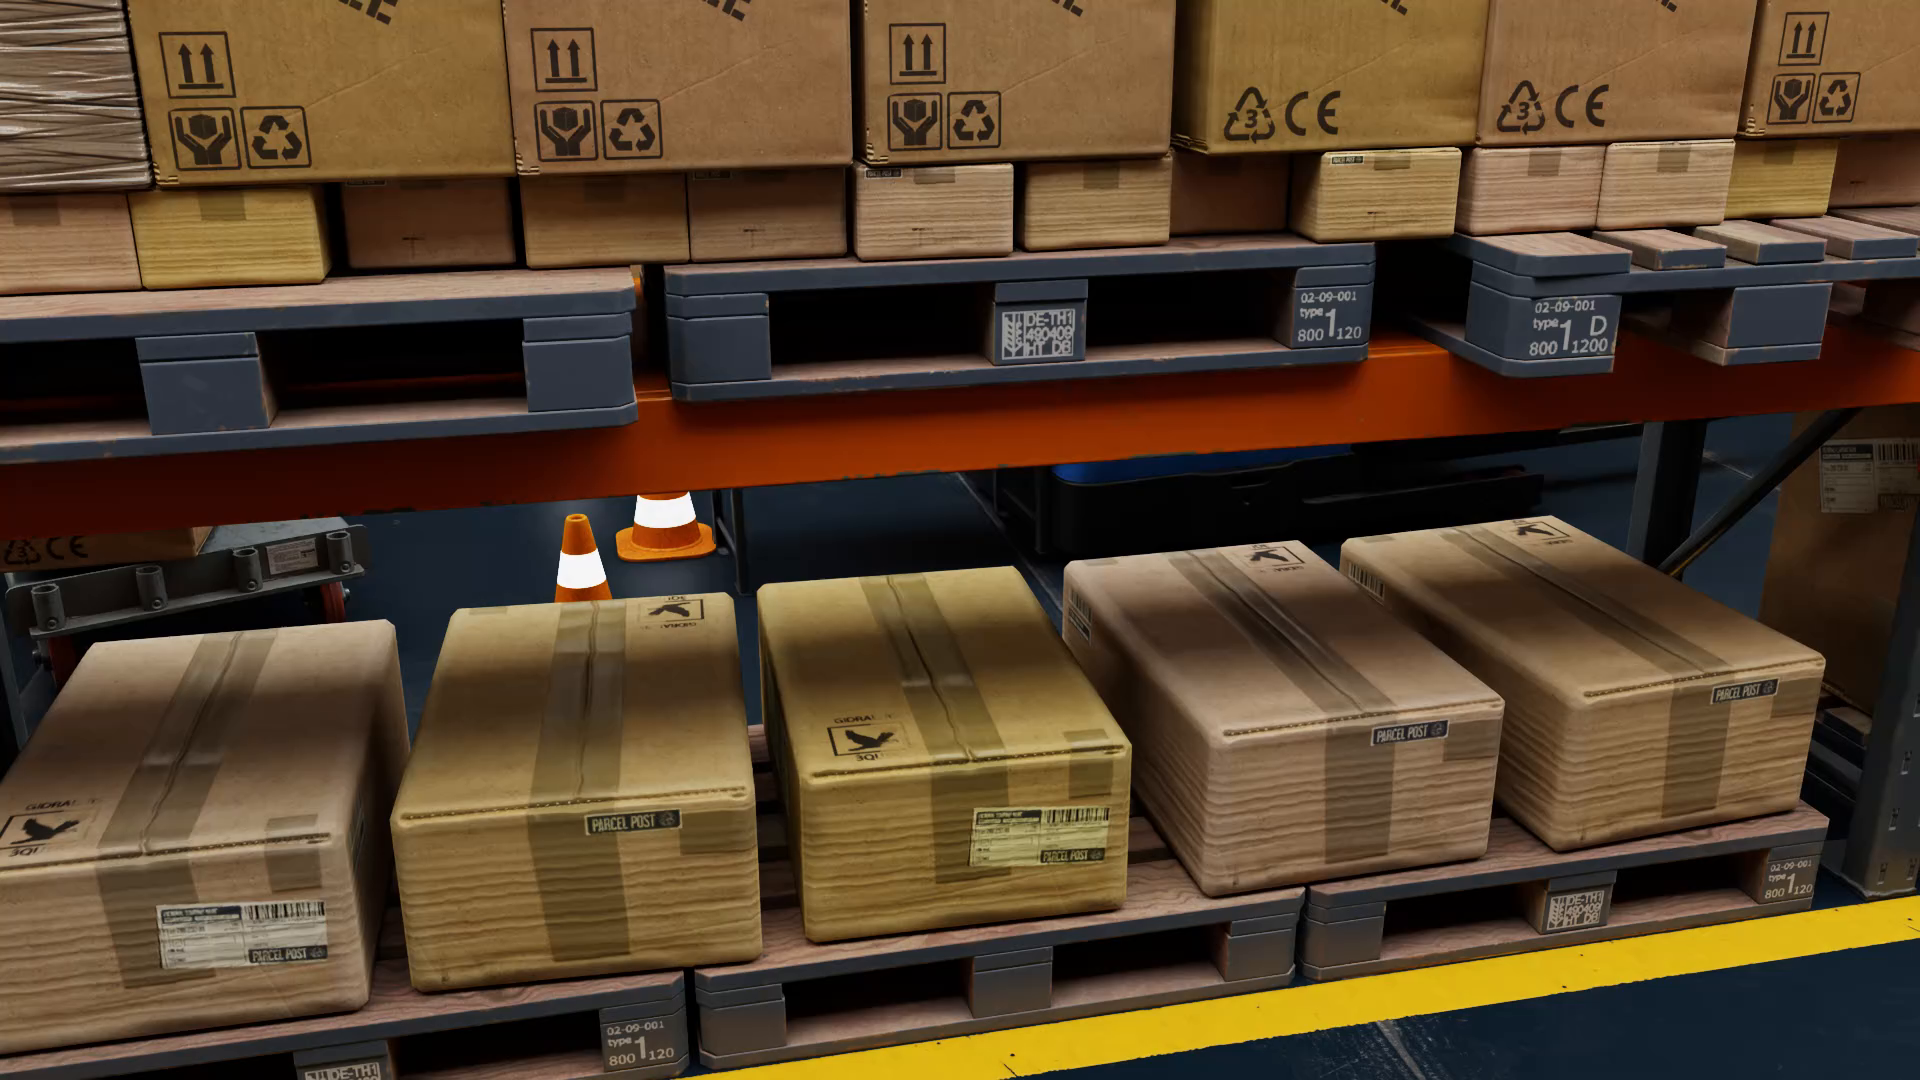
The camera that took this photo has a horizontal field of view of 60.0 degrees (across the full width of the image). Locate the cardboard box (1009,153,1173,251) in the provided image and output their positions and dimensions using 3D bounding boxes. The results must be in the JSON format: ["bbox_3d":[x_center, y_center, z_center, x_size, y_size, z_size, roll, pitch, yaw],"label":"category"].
[{"bbox_3d":[0.179,-0.612,2.879,0.250,0.149,0.380,-5,21,-14],"label":"cardboard box"}]

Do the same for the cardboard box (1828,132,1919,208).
[{"bbox_3d":[1.669,-0.761,3.286,0.250,0.149,0.380,-4,20,-10],"label":"cardboard box"}]

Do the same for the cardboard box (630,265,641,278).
[{"bbox_3d":[-1.673,-1.414,7.974,0.750,0.750,1.050,-5,21,-12],"label":"cardboard box"}]

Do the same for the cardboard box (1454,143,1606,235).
[{"bbox_3d":[0.943,-0.664,3.020,0.250,0.149,0.380,-6,21,-15],"label":"cardboard box"}]

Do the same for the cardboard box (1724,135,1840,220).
[{"bbox_3d":[1.425,-0.716,3.162,0.250,0.149,0.380,-4,21,-12],"label":"cardboard box"}]

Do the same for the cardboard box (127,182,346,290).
[{"bbox_3d":[-1.103,-0.504,2.585,0.250,0.149,0.380,-4,21,-11],"label":"cardboard box"}]

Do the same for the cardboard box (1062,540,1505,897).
[{"bbox_3d":[0.666,0.352,3.701,0.625,0.372,0.950,-5,21,-14],"label":"cardboard box"}]

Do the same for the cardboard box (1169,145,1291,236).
[{"bbox_3d":[0.405,-0.659,3.009,0.250,0.149,0.380,-4,21,-12],"label":"cardboard box"}]

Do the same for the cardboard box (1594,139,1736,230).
[{"bbox_3d":[1.190,-0.681,3.067,0.250,0.149,0.380,-5,21,-13],"label":"cardboard box"}]

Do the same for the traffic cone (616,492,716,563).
[{"bbox_3d":[-1.022,-0.203,5.697,0.334,0.463,0.336,-5,21,-12],"label":"traffic cone"}]

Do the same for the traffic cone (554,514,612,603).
[{"bbox_3d":[-1.074,0.154,4.721,0.334,0.463,0.336,-5,21,-12],"label":"traffic cone"}]

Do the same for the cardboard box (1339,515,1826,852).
[{"bbox_3d":[1.382,0.291,3.868,0.625,0.372,0.950,-6,21,-16],"label":"cardboard box"}]

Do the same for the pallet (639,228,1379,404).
[{"bbox_3d":[0.017,-0.526,3.169,1.213,0.211,1.003,-5,21,-12],"label":"pallet"}]

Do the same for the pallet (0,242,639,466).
[{"bbox_3d":[-1.181,-0.392,2.802,1.213,0.211,1.003,-5,21,-12],"label":"pallet"}]

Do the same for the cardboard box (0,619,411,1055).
[{"bbox_3d":[-1.449,0.524,3.232,0.625,0.372,0.950,-4,21,-12],"label":"cardboard box"}]

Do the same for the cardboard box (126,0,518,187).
[{"bbox_3d":[-0.949,-0.835,2.544,0.500,0.500,0.500,-5,21,-12],"label":"cardboard box"}]

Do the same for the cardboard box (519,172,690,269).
[{"bbox_3d":[-0.585,-0.559,2.733,0.250,0.149,0.380,-4,21,-12],"label":"cardboard box"}]

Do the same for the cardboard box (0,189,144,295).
[{"bbox_3d":[-1.348,-0.487,2.539,0.250,0.149,0.380,-4,21,-12],"label":"cardboard box"}]

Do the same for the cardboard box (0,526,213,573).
[{"bbox_3d":[-2.398,-0.245,4.657,0.500,0.500,0.500,-5,21,-12],"label":"cardboard box"}]

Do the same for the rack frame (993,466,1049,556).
[{"bbox_3d":[0.189,-0.734,5.551,0.032,1.500,0.500,-8,21,-16],"label":"rack frame"}]

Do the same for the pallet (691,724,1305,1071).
[{"bbox_3d":[-0.012,0.679,3.653,1.213,0.211,1.003,-5,21,-12],"label":"pallet"}]

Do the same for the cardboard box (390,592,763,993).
[{"bbox_3d":[-0.750,0.466,3.391,0.625,0.372,0.950,-3,20,-9],"label":"cardboard box"}]

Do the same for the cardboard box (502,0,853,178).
[{"bbox_3d":[-0.465,-0.869,2.639,0.500,0.500,0.500,-5,21,-13],"label":"cardboard box"}]

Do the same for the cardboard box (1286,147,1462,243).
[{"bbox_3d":[0.678,-0.637,2.948,0.250,0.149,0.380,-4,21,-12],"label":"cardboard box"}]

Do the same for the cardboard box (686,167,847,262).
[{"bbox_3d":[-0.344,-0.577,2.785,0.250,0.149,0.380,-4,21,-12],"label":"cardboard box"}]

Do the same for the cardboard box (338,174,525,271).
[{"bbox_3d":[-0.845,-0.552,2.716,0.250,0.149,0.380,-3,20,-9],"label":"cardboard box"}]

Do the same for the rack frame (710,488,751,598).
[{"bbox_3d":[-0.781,-0.602,5.278,0.032,1.500,0.500,-8,21,-16],"label":"rack frame"}]

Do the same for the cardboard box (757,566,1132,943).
[{"bbox_3d":[-0.074,0.411,3.543,0.625,0.372,0.950,-4,20,-11],"label":"cardboard box"}]

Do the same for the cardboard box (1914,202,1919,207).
[{"bbox_3d":[2.366,-0.843,3.974,0.500,0.250,0.500,-5,21,-14],"label":"cardboard box"}]

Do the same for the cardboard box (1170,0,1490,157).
[{"bbox_3d":[0.564,-0.957,2.877,0.500,0.500,0.500,-6,21,-16],"label":"cardboard box"}]

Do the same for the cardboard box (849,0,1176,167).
[{"bbox_3d":[0.033,-0.914,2.760,0.500,0.500,0.500,-6,21,-15],"label":"cardboard box"}]

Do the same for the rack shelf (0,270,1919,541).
[{"bbox_3d":[-0.012,-0.291,3.293,4.000,0.370,1.077,-5,21,-12],"label":"rack shelf"}]

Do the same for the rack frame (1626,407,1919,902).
[{"bbox_3d":[1.934,-0.787,3.601,0.127,3.000,1.000,-5,21,-12],"label":"rack frame"}]

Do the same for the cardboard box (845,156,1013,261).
[{"bbox_3d":[-0.073,-0.581,2.795,0.250,0.149,0.380,-4,20,-10],"label":"cardboard box"}]

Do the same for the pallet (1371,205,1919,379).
[{"bbox_3d":[1.265,-0.605,3.383,1.003,0.211,1.213,-5,21,-12],"label":"pallet"}]

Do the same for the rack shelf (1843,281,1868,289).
[{"bbox_3d":[3.880,-0.607,4.157,4.000,0.370,1.077,-5,21,-12],"label":"rack shelf"}]

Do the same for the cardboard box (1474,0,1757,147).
[{"bbox_3d":[1.055,-0.997,2.987,0.500,0.500,0.500,-5,21,-13],"label":"cardboard box"}]

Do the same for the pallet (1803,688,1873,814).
[{"bbox_3d":[2.719,0.485,4.182,1.213,0.211,1.003,-5,21,-12],"label":"pallet"}]

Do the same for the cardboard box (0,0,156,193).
[{"bbox_3d":[-1.437,-0.795,2.436,0.500,0.500,0.500,-4,21,-11],"label":"cardboard box"}]

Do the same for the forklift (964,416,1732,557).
[{"bbox_3d":[1.585,-1.604,5.931,3.031,2.935,1.130,-7,21,-20],"label":"forklift"}]

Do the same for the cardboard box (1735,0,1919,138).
[{"bbox_3d":[1.556,-1.041,3.108,0.500,0.500,0.500,-5,21,-14],"label":"cardboard box"}]

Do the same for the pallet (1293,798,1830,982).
[{"bbox_3d":[1.173,0.584,3.913,1.213,0.211,1.003,-5,21,-12],"label":"pallet"}]

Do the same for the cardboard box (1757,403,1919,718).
[{"bbox_3d":[2.625,-0.013,3.968,0.875,0.875,0.875,-5,21,-13],"label":"cardboard box"}]

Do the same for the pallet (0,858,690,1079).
[{"bbox_3d":[-1.201,0.777,3.386,1.213,0.211,1.003,-5,21,-12],"label":"pallet"}]

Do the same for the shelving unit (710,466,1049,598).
[{"bbox_3d":[-0.296,-0.668,5.415,1.048,1.500,0.538,-8,21,-16],"label":"shelving unit"}]

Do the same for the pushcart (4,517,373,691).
[{"bbox_3d":[-2.532,0.002,5.261,0.936,0.377,1.648,-13,24,-31],"label":"pushcart"}]

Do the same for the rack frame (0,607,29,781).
[{"bbox_3d":[-1.959,-0.470,2.737,0.127,3.000,1.000,-5,21,-12],"label":"rack frame"}]
